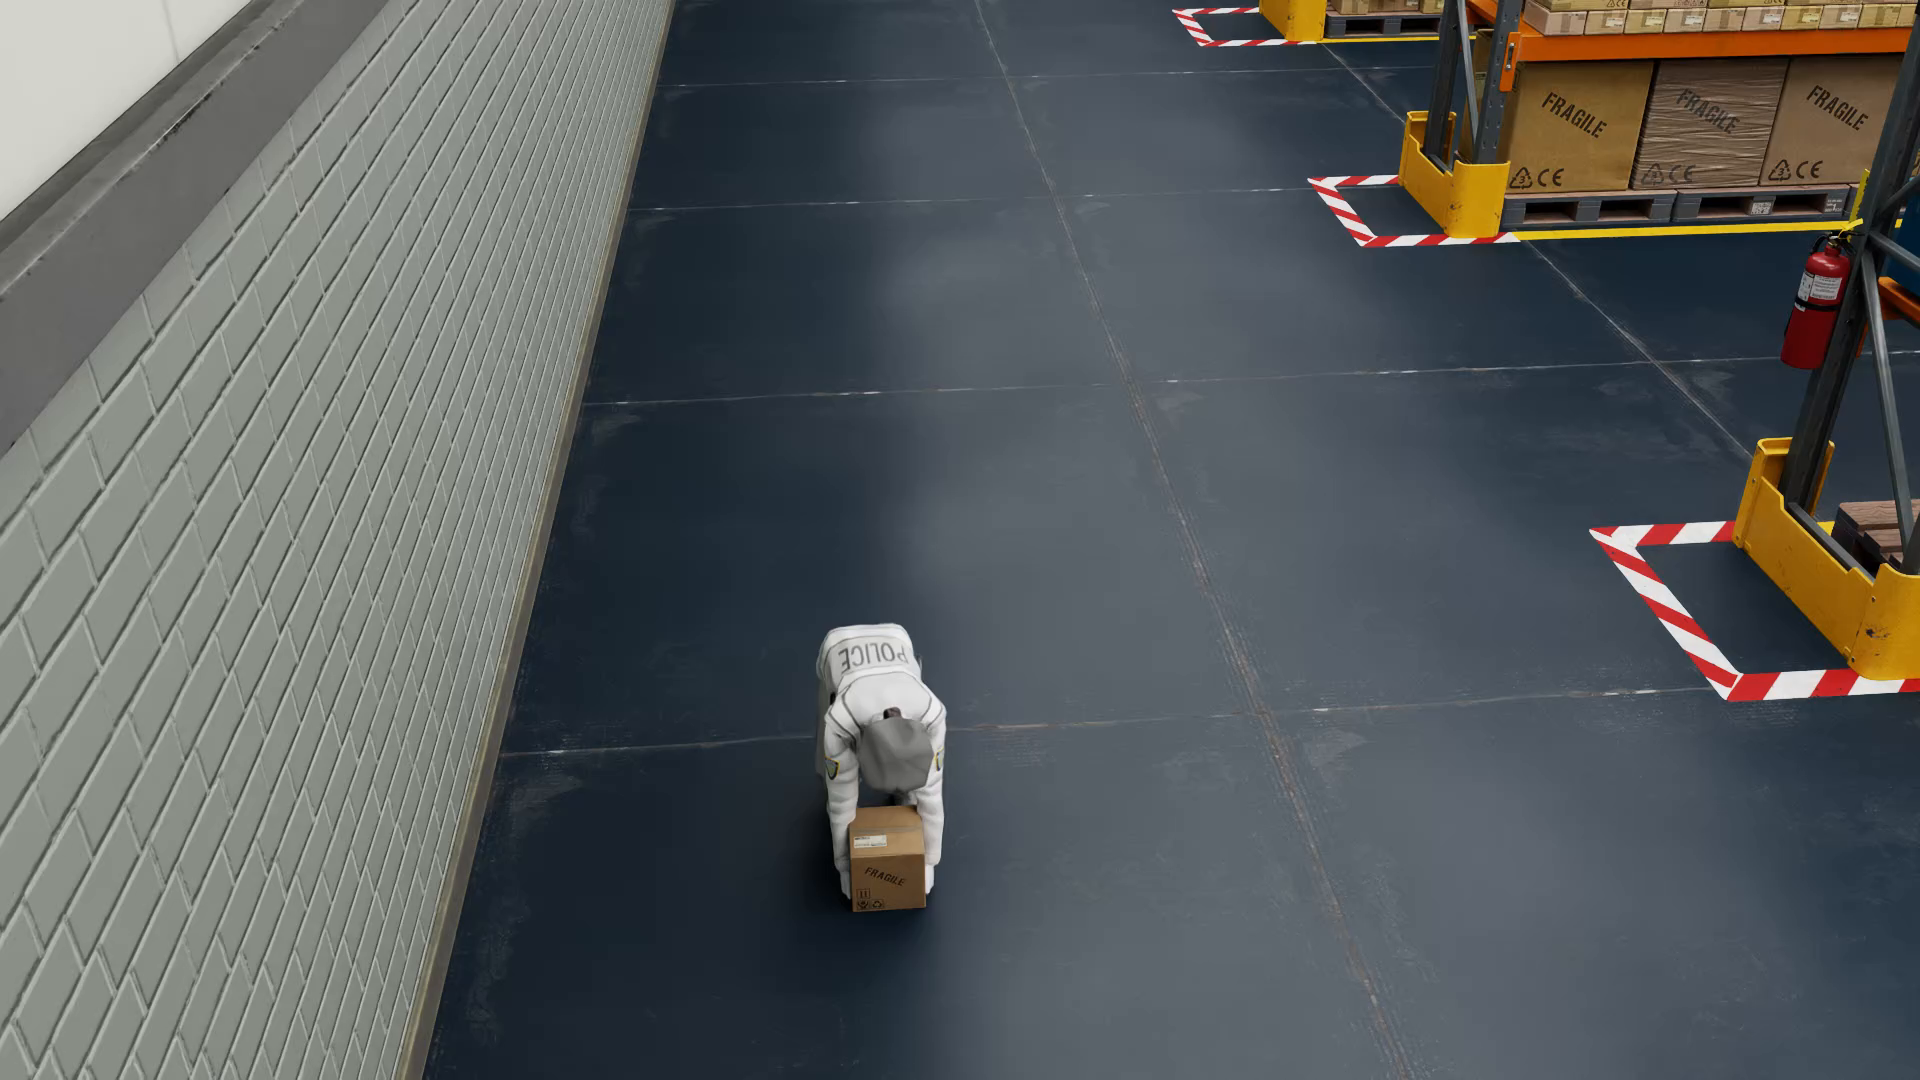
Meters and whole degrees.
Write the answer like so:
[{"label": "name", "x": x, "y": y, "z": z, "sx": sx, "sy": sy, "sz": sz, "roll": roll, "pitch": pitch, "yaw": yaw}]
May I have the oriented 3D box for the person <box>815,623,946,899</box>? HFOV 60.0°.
[{"label": "person", "x": -0.284, "y": 0.734, "z": 5.817, "sx": 0.452, "sy": 0.769, "sz": 0.913, "roll": -4, "pitch": 31, "yaw": -6}]
